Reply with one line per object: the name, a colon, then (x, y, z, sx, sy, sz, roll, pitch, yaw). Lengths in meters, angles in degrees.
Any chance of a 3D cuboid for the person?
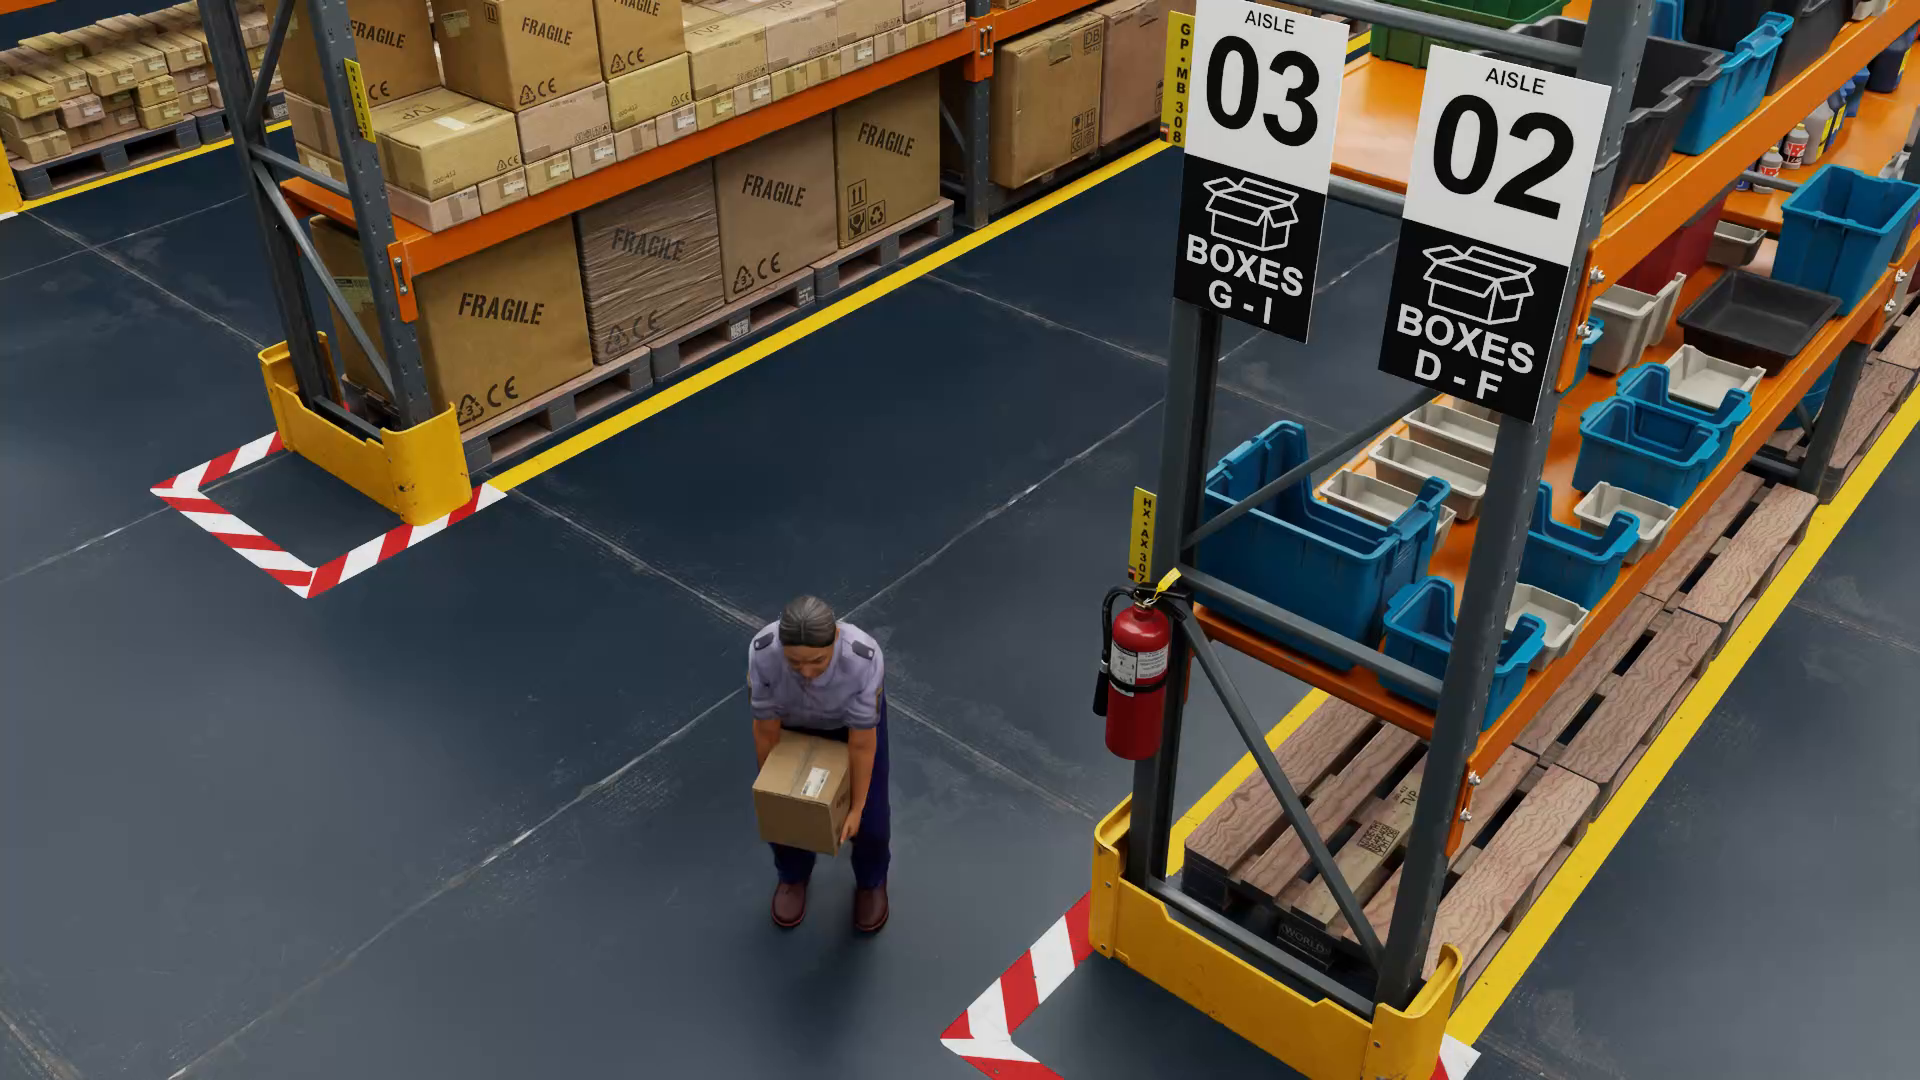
person: (-0.450, 0.689, 5.309, 0.454, 1.511, 0.623, 2, 35, 3)
